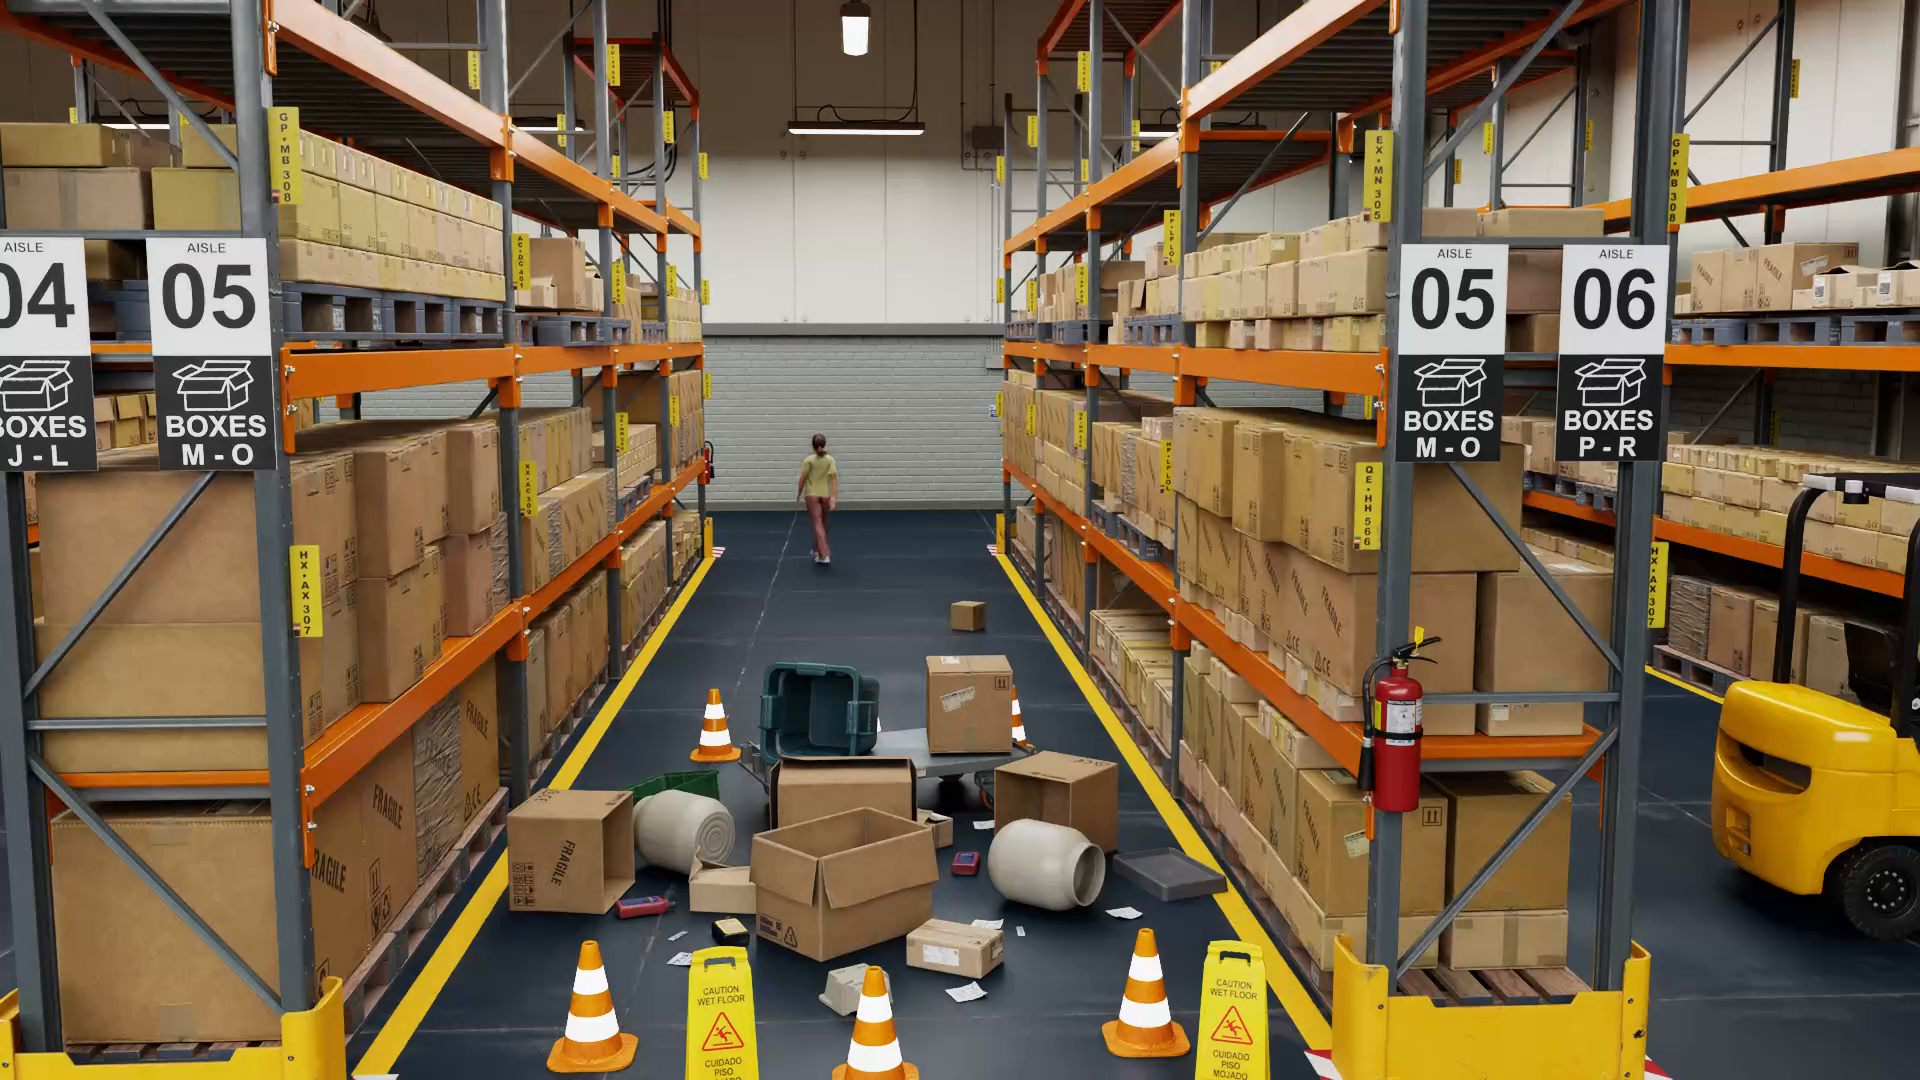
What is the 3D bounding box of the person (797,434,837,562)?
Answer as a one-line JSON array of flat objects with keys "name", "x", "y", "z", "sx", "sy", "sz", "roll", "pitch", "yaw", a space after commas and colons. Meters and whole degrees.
[{"name": "person", "x": -1.855, "y": -0.554, "z": 21.228, "sx": 0.461, "sy": 1.619, "sz": 0.966, "roll": -3, "pitch": 8, "yaw": -25}]
